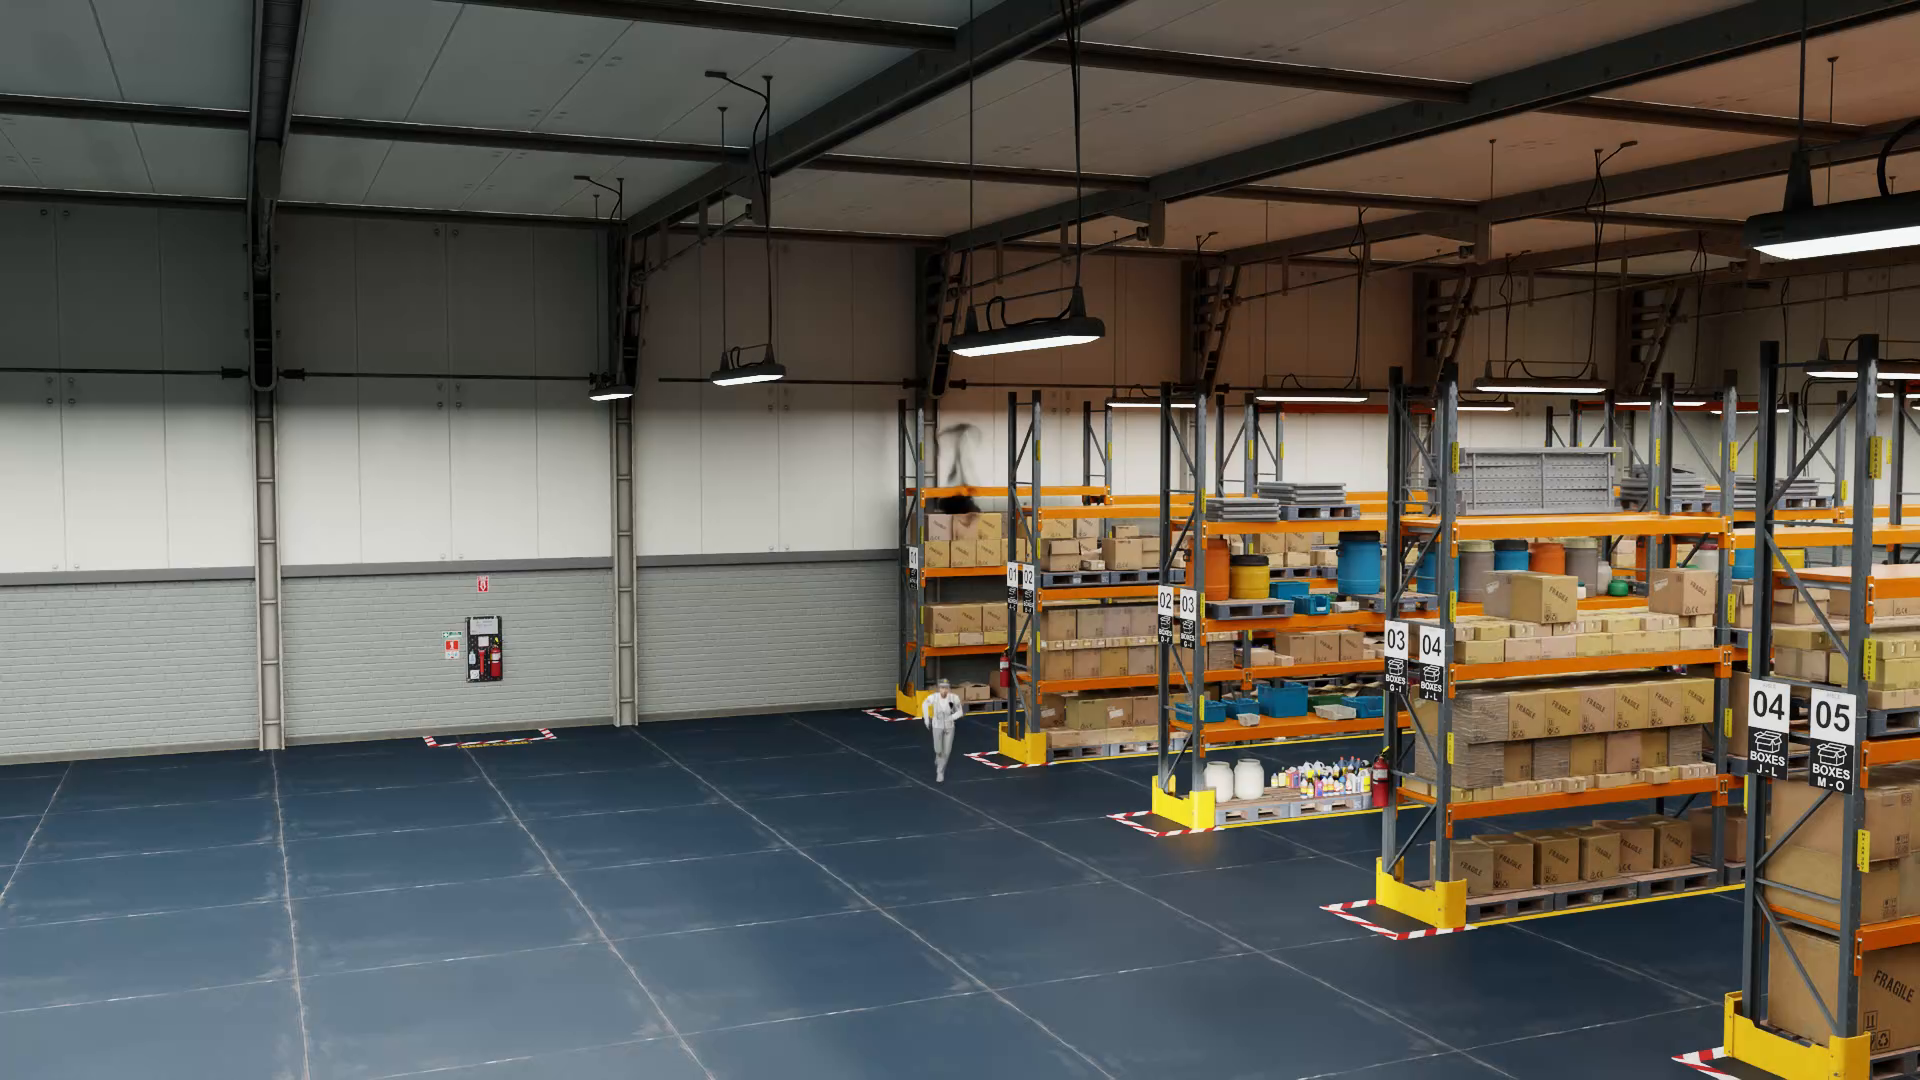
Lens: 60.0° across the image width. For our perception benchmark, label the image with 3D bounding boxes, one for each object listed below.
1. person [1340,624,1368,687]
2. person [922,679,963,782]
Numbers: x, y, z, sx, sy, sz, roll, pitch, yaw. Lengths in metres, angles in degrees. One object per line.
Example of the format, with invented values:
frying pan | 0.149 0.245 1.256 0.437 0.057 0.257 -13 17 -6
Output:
person | 7.409 2.410 31.587 0.916 1.828 0.697 -2 4 -30
person | -0.263 2.887 25.326 0.604 1.615 0.665 0 3 -6
